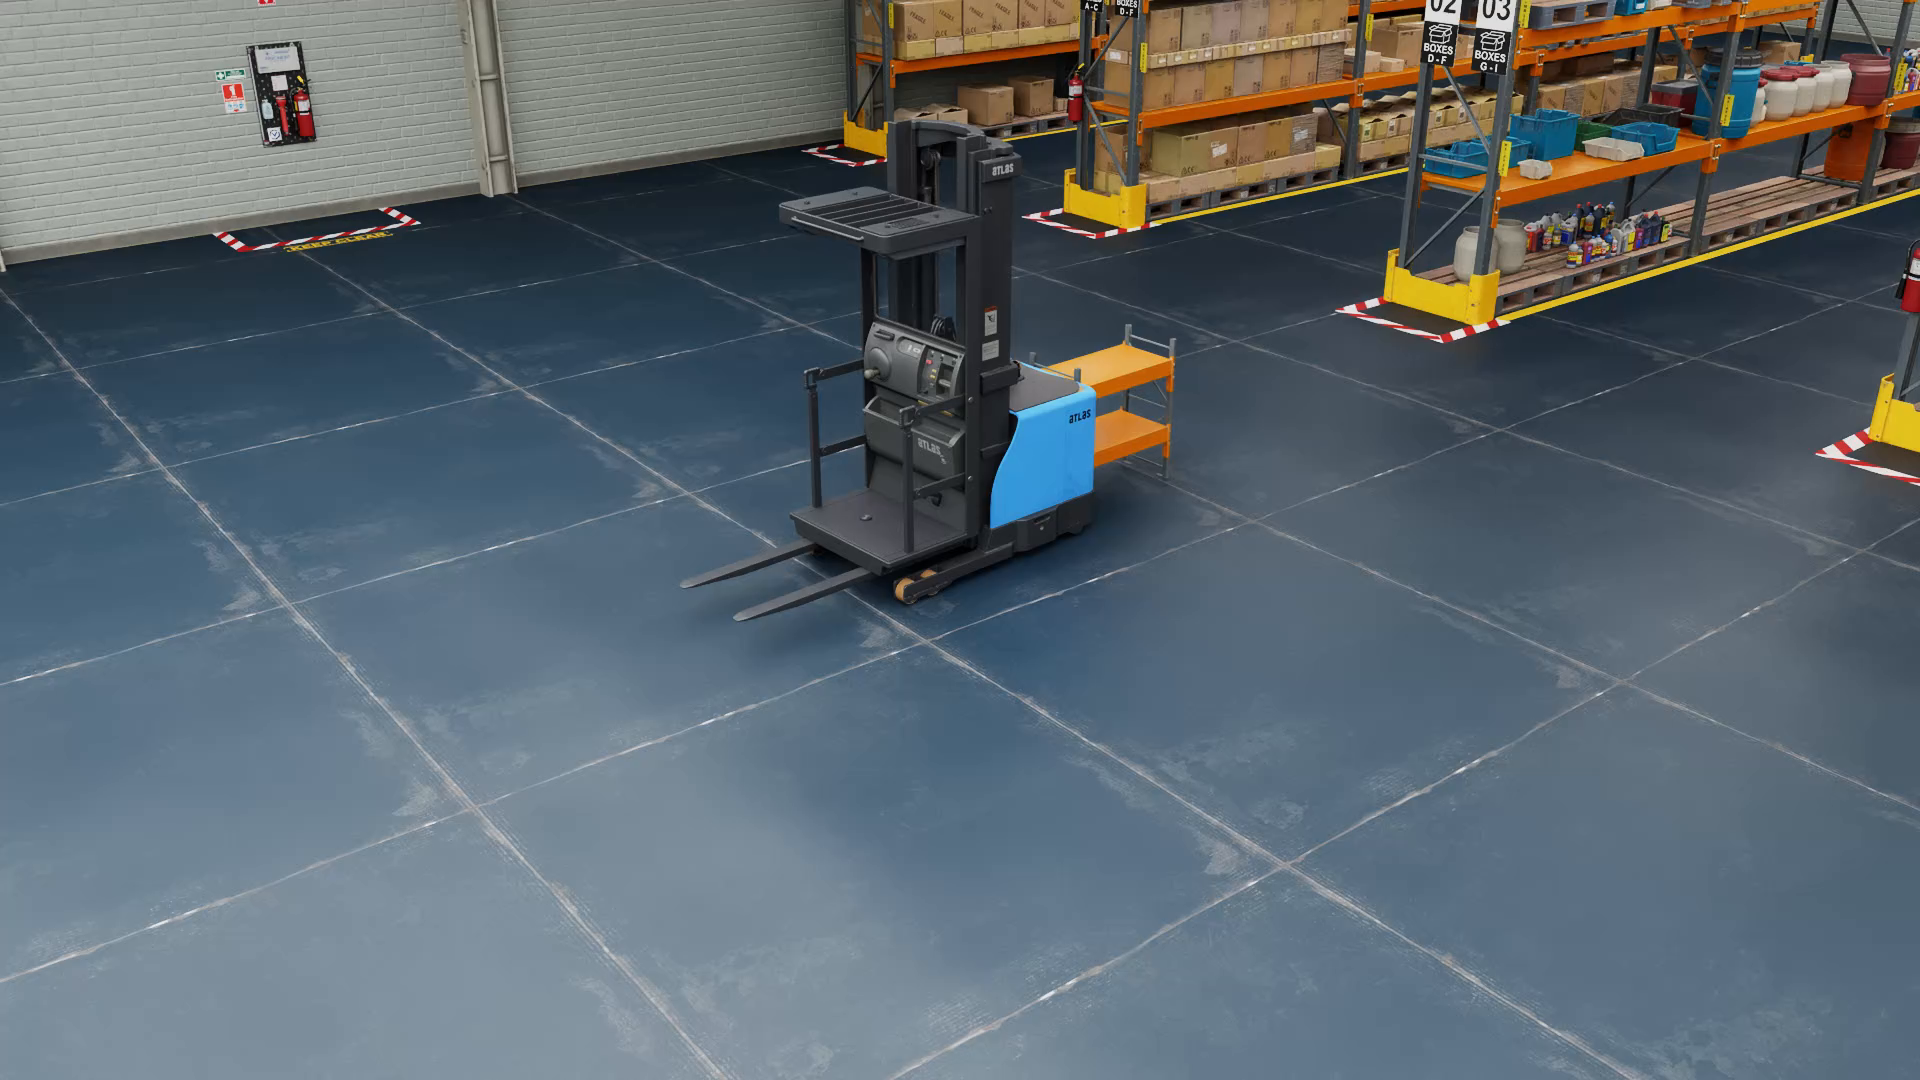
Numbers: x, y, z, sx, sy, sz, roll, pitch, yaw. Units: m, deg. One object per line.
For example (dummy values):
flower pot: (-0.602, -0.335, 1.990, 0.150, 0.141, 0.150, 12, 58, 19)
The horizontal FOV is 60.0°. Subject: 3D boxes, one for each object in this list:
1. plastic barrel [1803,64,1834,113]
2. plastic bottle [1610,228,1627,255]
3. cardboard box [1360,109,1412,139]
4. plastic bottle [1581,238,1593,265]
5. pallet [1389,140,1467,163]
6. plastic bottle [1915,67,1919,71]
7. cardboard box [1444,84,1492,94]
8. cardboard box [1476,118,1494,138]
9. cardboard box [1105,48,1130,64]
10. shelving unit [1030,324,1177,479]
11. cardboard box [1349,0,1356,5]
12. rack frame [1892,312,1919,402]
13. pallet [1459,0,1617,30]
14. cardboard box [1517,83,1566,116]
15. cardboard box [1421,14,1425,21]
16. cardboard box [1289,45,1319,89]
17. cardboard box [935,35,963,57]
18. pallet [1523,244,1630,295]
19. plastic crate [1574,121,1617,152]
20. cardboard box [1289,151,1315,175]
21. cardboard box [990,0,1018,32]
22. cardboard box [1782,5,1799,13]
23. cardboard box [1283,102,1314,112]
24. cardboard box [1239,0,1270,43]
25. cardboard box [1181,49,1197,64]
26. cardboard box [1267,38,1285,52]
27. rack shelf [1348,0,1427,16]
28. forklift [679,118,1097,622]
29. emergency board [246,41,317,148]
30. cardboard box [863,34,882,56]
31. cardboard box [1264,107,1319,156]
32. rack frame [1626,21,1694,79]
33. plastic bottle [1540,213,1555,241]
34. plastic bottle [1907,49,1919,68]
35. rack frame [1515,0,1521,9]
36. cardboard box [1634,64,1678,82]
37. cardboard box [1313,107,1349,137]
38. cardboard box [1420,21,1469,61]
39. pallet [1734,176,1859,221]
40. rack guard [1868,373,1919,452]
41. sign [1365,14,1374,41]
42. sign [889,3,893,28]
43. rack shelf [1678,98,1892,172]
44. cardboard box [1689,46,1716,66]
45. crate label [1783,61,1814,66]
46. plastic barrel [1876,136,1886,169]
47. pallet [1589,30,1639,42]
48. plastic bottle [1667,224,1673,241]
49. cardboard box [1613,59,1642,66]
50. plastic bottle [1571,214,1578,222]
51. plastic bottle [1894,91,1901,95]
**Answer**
plastic barrel: (10.119, -5.359, 19.728, 0.421, 0.512, 0.421, 0, 25, 0)
plastic bottle: (7.116, -3.243, 18.015, 0.135, 0.276, 0.152, -18, 30, -33)
cardboard box: (5.803, -5.709, 22.717, 0.500, 0.311, 0.500, -19, 31, -35)
plastic bottle: (6.642, -3.065, 17.623, 0.133, 0.283, 0.061, -18, 30, -33)
pallet: (6.444, -5.616, 23.728, 1.213, 0.211, 1.003, -18, 31, -34)
plastic bottle: (12.103, -5.864, 21.102, 0.097, 0.271, 0.097, 0, 25, 0)
cardboard box: (7.482, -6.556, 24.542, 0.500, 0.311, 0.500, -17, 30, -32)
cardboard box: (7.408, -5.988, 23.984, 0.500, 0.250, 0.500, -19, 31, -35)
cardboard box: (1.963, -5.821, 19.968, 0.250, 0.149, 0.380, -19, 31, -35)
shelving unit: (1.067, -0.925, 12.535, 1.048, 1.125, 0.538, -20, 32, -37)
cardboard box: (6.618, -9.343, 28.721, 0.250, 0.149, 0.380, -18, 30, -34)
rack frame: (7.889, -2.037, 12.702, 0.127, 3.000, 1.000, -18, 31, -34)
pallet: (5.545, -5.135, 16.039, 1.213, 0.211, 1.003, -18, 31, -34)
cardboard box: (8.609, -6.487, 24.738, 0.500, 0.500, 0.500, -17, 30, -32)
cardboard box: (8.578, -9.616, 30.733, 0.250, 0.149, 0.380, -18, 31, -34)
cardboard box: (4.171, -6.147, 21.441, 0.500, 0.500, 0.700, -19, 31, -35)
cardboard box: (-0.300, -7.062, 23.684, 0.500, 0.250, 0.500, -19, 31, -36)
pallet: (6.466, -2.972, 18.031, 1.213, 0.211, 1.003, -18, 31, -34)
plastic crate: (6.738, -4.361, 17.963, 0.662, 0.188, 0.450, -18, 31, -34)
cardboard box: (4.298, -4.982, 21.816, 0.500, 0.250, 0.500, -18, 31, -34)
cardboard box: (0.485, -7.660, 24.083, 0.500, 0.500, 0.500, -17, 30, -32)
cardboard box: (13.780, -9.178, 27.972, 0.500, 0.500, 0.500, -18, 30, -34)
cardboard box: (4.369, -5.625, 22.311, 0.500, 0.500, 0.500, -18, 31, -34)
cardboard box: (3.397, -6.484, 20.625, 0.500, 0.500, 0.700, -18, 31, -34)
cardboard box: (2.625, -5.823, 19.972, 0.250, 0.149, 0.380, -18, 30, -34)
cardboard box: (3.845, -6.227, 20.842, 0.250, 0.149, 0.380, -17, 30, -33)
rack shelf: (6.589, -9.231, 29.058, 4.000, 0.370, 1.077, -18, 31, -34)
forklift: (-0.464, -1.155, 10.885, 3.031, 2.935, 1.130, -21, 32, -37)
emergency board: (-7.953, -5.240, 19.604, 0.643, 1.169, 0.194, -18, 31, -34)
cardboard box: (-1.032, -7.086, 23.737, 0.500, 0.250, 0.500, -18, 30, -33)
cardboard box: (4.297, -5.323, 21.660, 0.500, 0.500, 0.500, -18, 31, -34)
rack frame: (11.223, -8.436, 26.492, 0.127, 3.000, 1.000, -18, 31, -34)
plastic bottle: (6.460, -3.434, 18.338, 0.185, 0.351, 0.144, -17, 30, -32)
plastic bottle: (12.766, -6.444, 22.345, 0.135, 0.276, 0.152, -18, 31, -34)
rack frame: (4.833, -6.399, 14.975, 0.127, 3.000, 1.000, -18, 31, -34)
cardboard box: (11.011, -7.279, 26.445, 0.500, 0.500, 0.500, -18, 31, -34)
cardboard box: (5.069, -5.756, 22.818, 0.500, 0.311, 0.500, -18, 31, -34)
cardboard box: (6.765, -7.001, 23.281, 0.500, 0.500, 0.500, -20, 32, -37)
pallet: (10.495, -4.302, 20.897, 1.213, 0.211, 1.003, -18, 31, -34)
rack guard: (7.949, -0.923, 13.271, 0.348, 0.500, 1.175, -18, 31, -34)
sign: (5.271, -6.603, 21.420, 0.005, 0.325, 0.100, -18, 31, -34)
sign: (-0.945, -7.172, 22.740, 0.005, 0.325, 0.100, -18, 31, -34)
rack shelf: (9.555, -4.910, 19.748, 4.000, 0.370, 1.077, -18, 31, -34)
cardboard box: (12.698, -7.993, 27.980, 0.637, 0.503, 0.797, -18, 31, -34)
crate label: (10.180, -5.603, 20.345, 0.616, 0.435, 0.502, -18, 31, -34)
plastic barrel: (11.892, -5.127, 21.817, 0.421, 0.512, 0.421, 0, 25, 0)
pallet: (9.602, -7.817, 25.385, 1.213, 0.211, 1.003, -18, 31, -34)
plastic bottle: (7.888, -3.449, 18.548, 0.097, 0.201, 0.097, 0, 25, 0)
cardboard box: (10.692, -7.457, 26.829, 0.500, 0.500, 0.500, -20, 31, -36)
plastic bottle: (6.848, -3.507, 18.588, 0.097, 0.271, 0.097, 0, 25, 0)
plastic bottle: (11.668, -5.705, 20.753, 0.135, 0.276, 0.152, -18, 31, -34)
